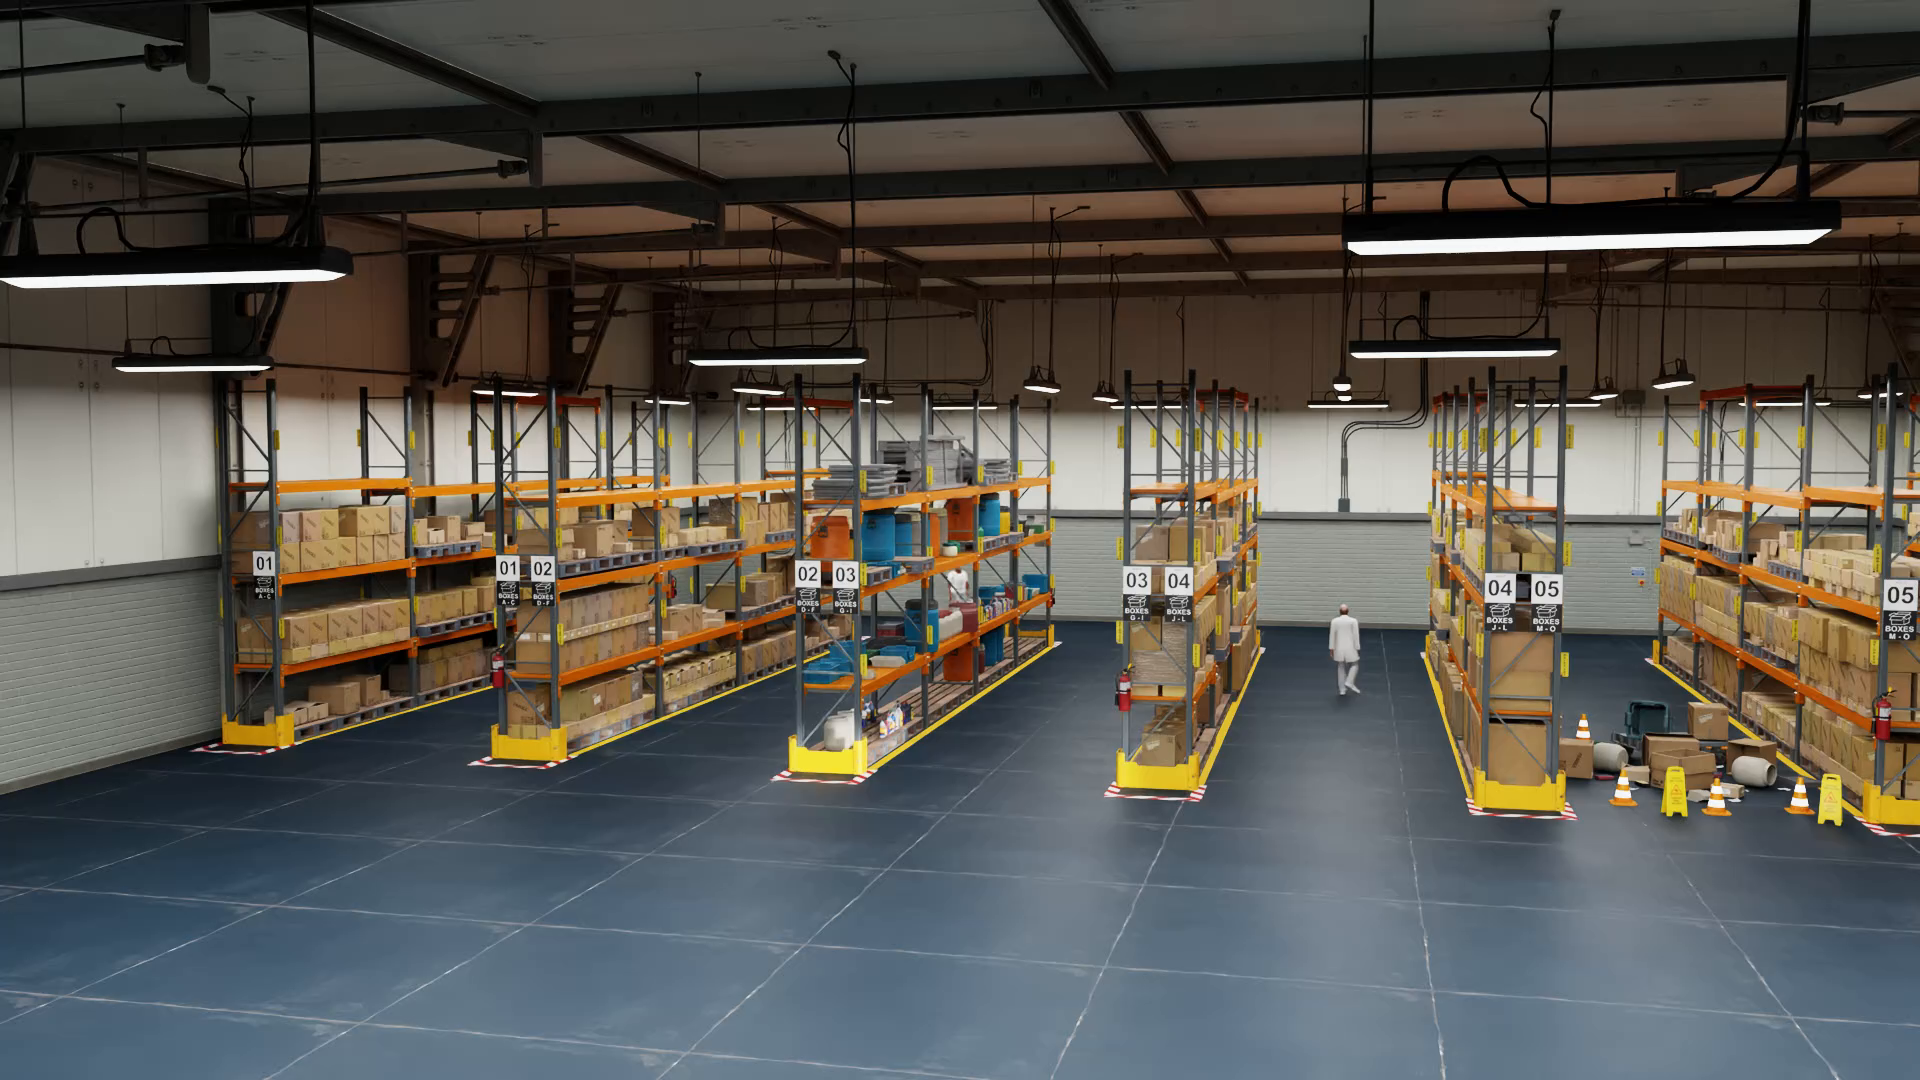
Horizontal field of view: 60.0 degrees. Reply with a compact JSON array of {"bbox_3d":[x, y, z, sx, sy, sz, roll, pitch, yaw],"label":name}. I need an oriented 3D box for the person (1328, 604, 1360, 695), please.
[{"bbox_3d":[7.558,2.156,32.679,0.626,1.777,0.587,1,4,18],"label":"person"}]

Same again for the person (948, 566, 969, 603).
[{"bbox_3d":[-0.061,1.416,45.052,0.568,1.746,0.786,-3,4,-37],"label":"person"}]

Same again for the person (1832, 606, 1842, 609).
[{"bbox_3d":[18.483,2.211,34.948,0.405,1.375,1.030,-1,4,-20],"label":"person"}]
